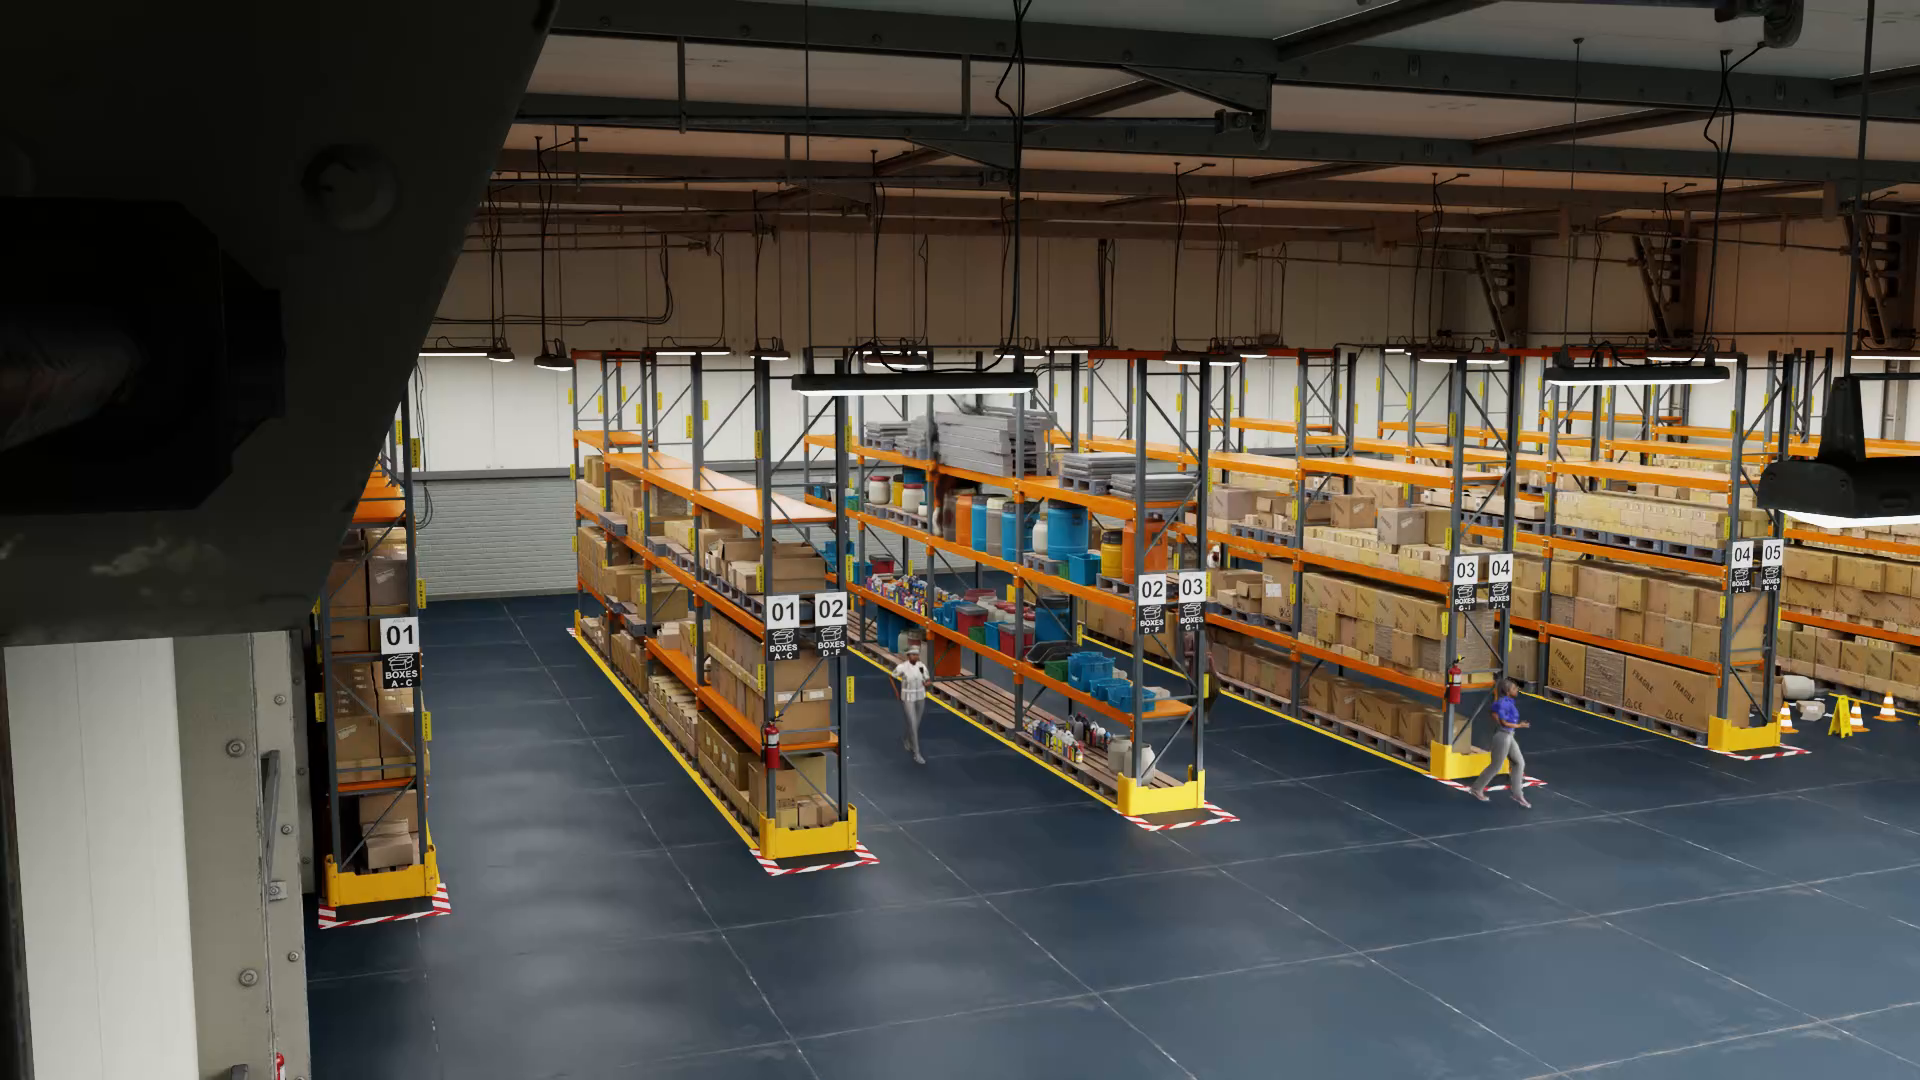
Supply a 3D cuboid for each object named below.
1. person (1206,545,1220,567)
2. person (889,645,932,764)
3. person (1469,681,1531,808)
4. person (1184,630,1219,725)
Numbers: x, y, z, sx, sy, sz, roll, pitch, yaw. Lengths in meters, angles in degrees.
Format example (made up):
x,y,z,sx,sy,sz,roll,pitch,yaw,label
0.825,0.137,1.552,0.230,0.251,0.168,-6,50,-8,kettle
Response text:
x,y,z,sx,sy,sz,roll,pitch,yaw,label
5.707,0.890,37.313,0.716,1.614,0.916,-2,7,-14,person
-0.708,2.396,24.794,0.566,1.712,0.908,-4,8,-29,person
7.323,2.727,22.416,0.794,1.682,0.584,3,8,25,person
3.916,2.126,26.887,0.687,1.805,0.733,-4,8,-31,person
